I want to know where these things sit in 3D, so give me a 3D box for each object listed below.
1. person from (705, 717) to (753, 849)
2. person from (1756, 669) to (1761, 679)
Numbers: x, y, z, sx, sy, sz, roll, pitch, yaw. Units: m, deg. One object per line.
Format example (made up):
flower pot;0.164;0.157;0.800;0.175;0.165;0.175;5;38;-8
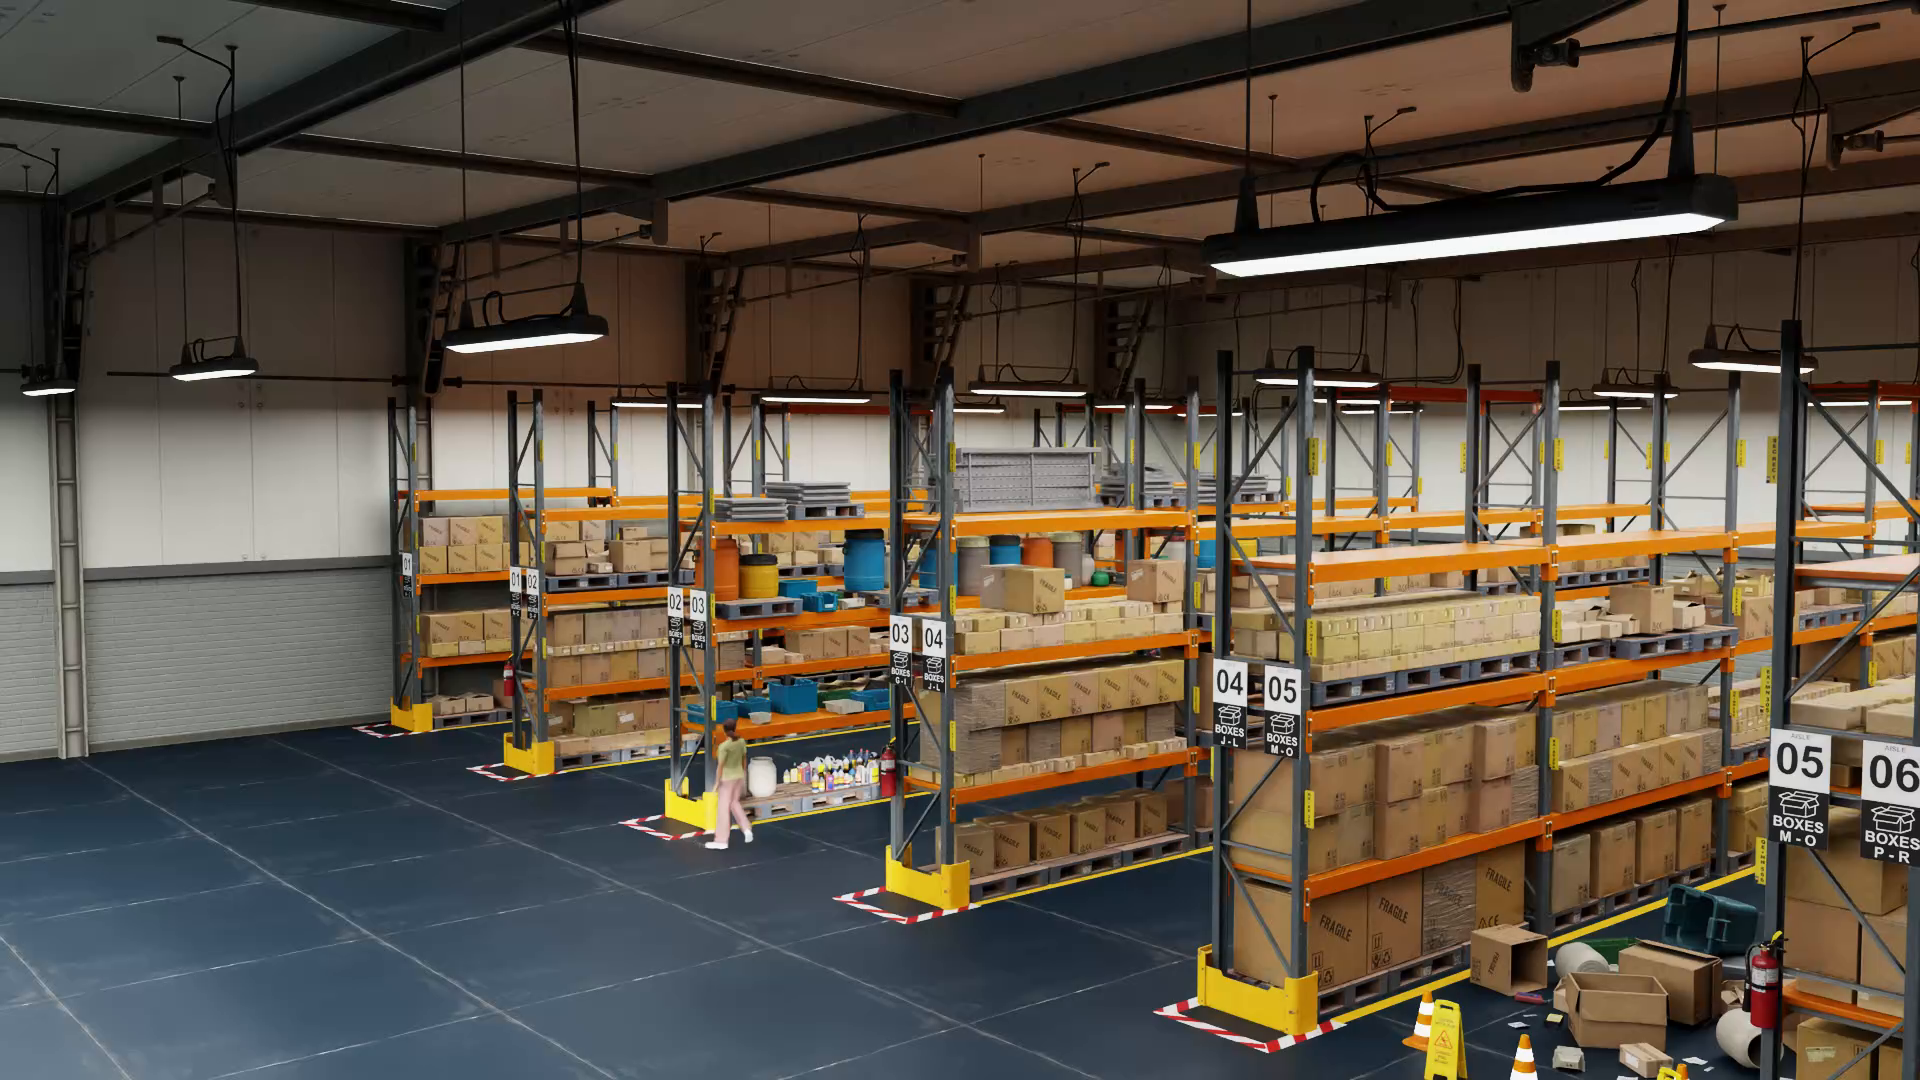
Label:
person;-2.930;3.081;21.215;0.507;1.670;0.560;2;4;26
person;12.676;2.825;26.457;0.655;1.620;0.515;3;5;44
